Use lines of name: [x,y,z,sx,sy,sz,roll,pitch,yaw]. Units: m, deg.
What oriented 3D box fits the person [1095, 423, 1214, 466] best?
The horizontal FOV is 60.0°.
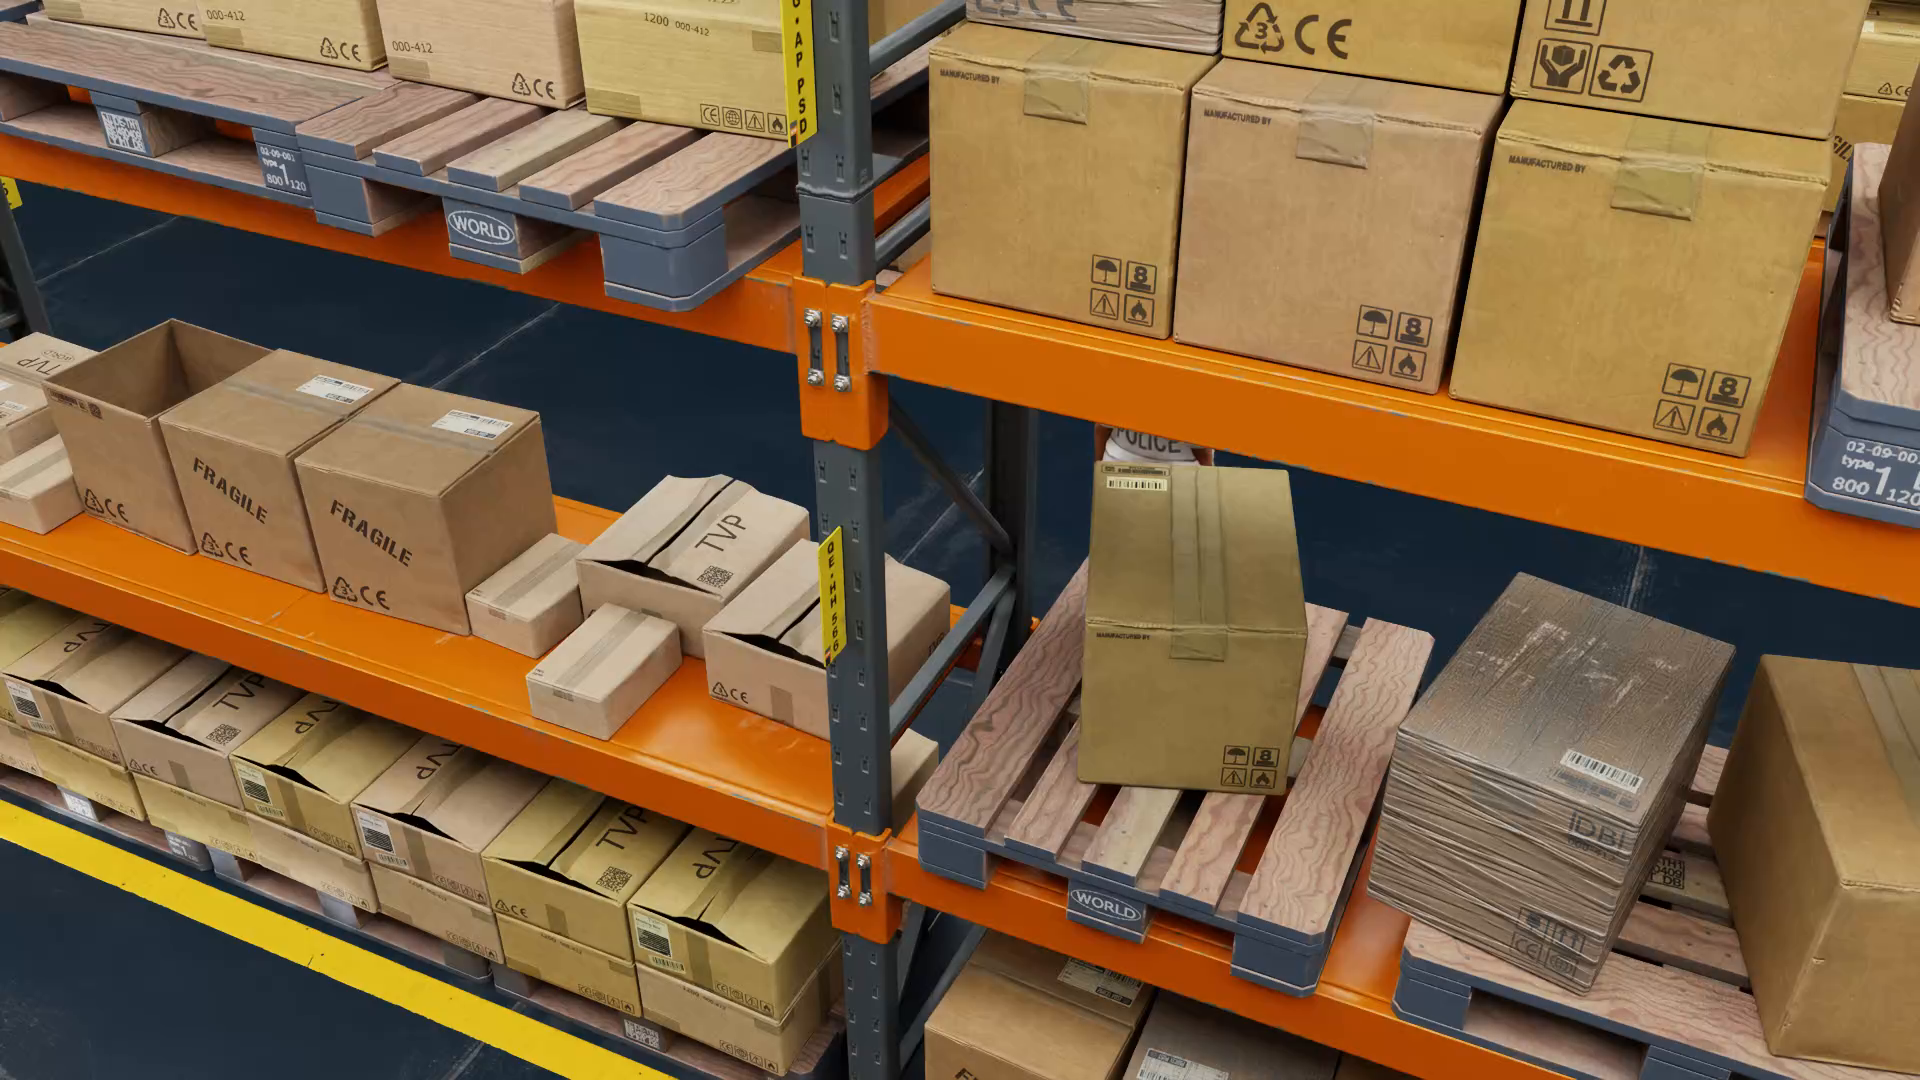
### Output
person: [0.743,-0.180,6.448,0.467,1.699,0.387,15,37,21]
